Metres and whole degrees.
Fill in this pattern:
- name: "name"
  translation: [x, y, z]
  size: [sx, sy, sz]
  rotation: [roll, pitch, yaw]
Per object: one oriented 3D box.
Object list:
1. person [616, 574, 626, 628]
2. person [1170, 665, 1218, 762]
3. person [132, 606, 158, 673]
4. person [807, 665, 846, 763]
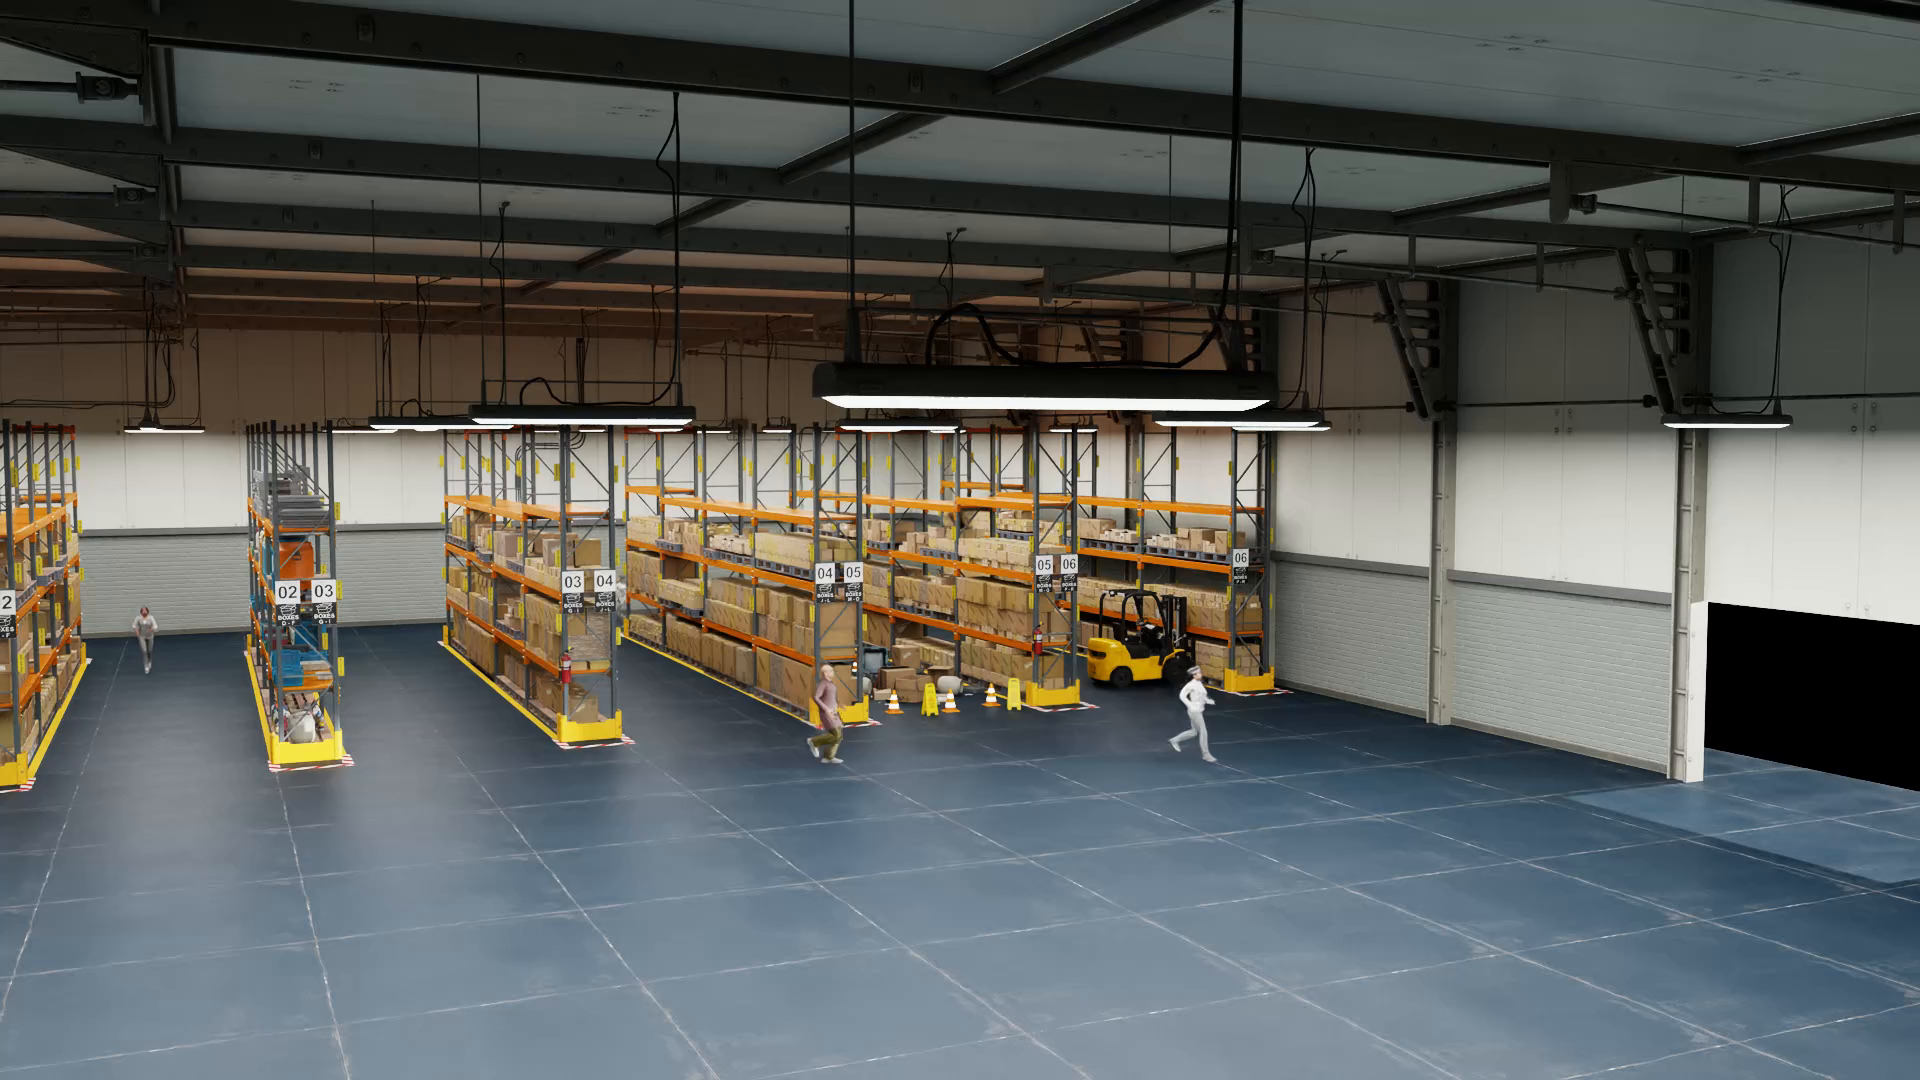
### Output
- name: "person"
  translation: [-10.054, 1.834, 48.741]
  size: [0.916, 1.676, 0.677]
  rotation: [-3, 4, -35]
- name: "person"
  translation: [4.127, 3.050, 29.356]
  size: [0.893, 1.701, 0.618]
  rotation: [1, 4, 22]
- name: "person"
  translation: [-19.778, 2.401, 40.377]
  size: [0.545, 1.602, 0.771]
  rotation: [-2, 4, -30]
- name: "person"
  translation: [-2.335, 3.047, 29.076]
  size: [0.637, 1.731, 0.712]
  rotation: [1, 4, 9]
